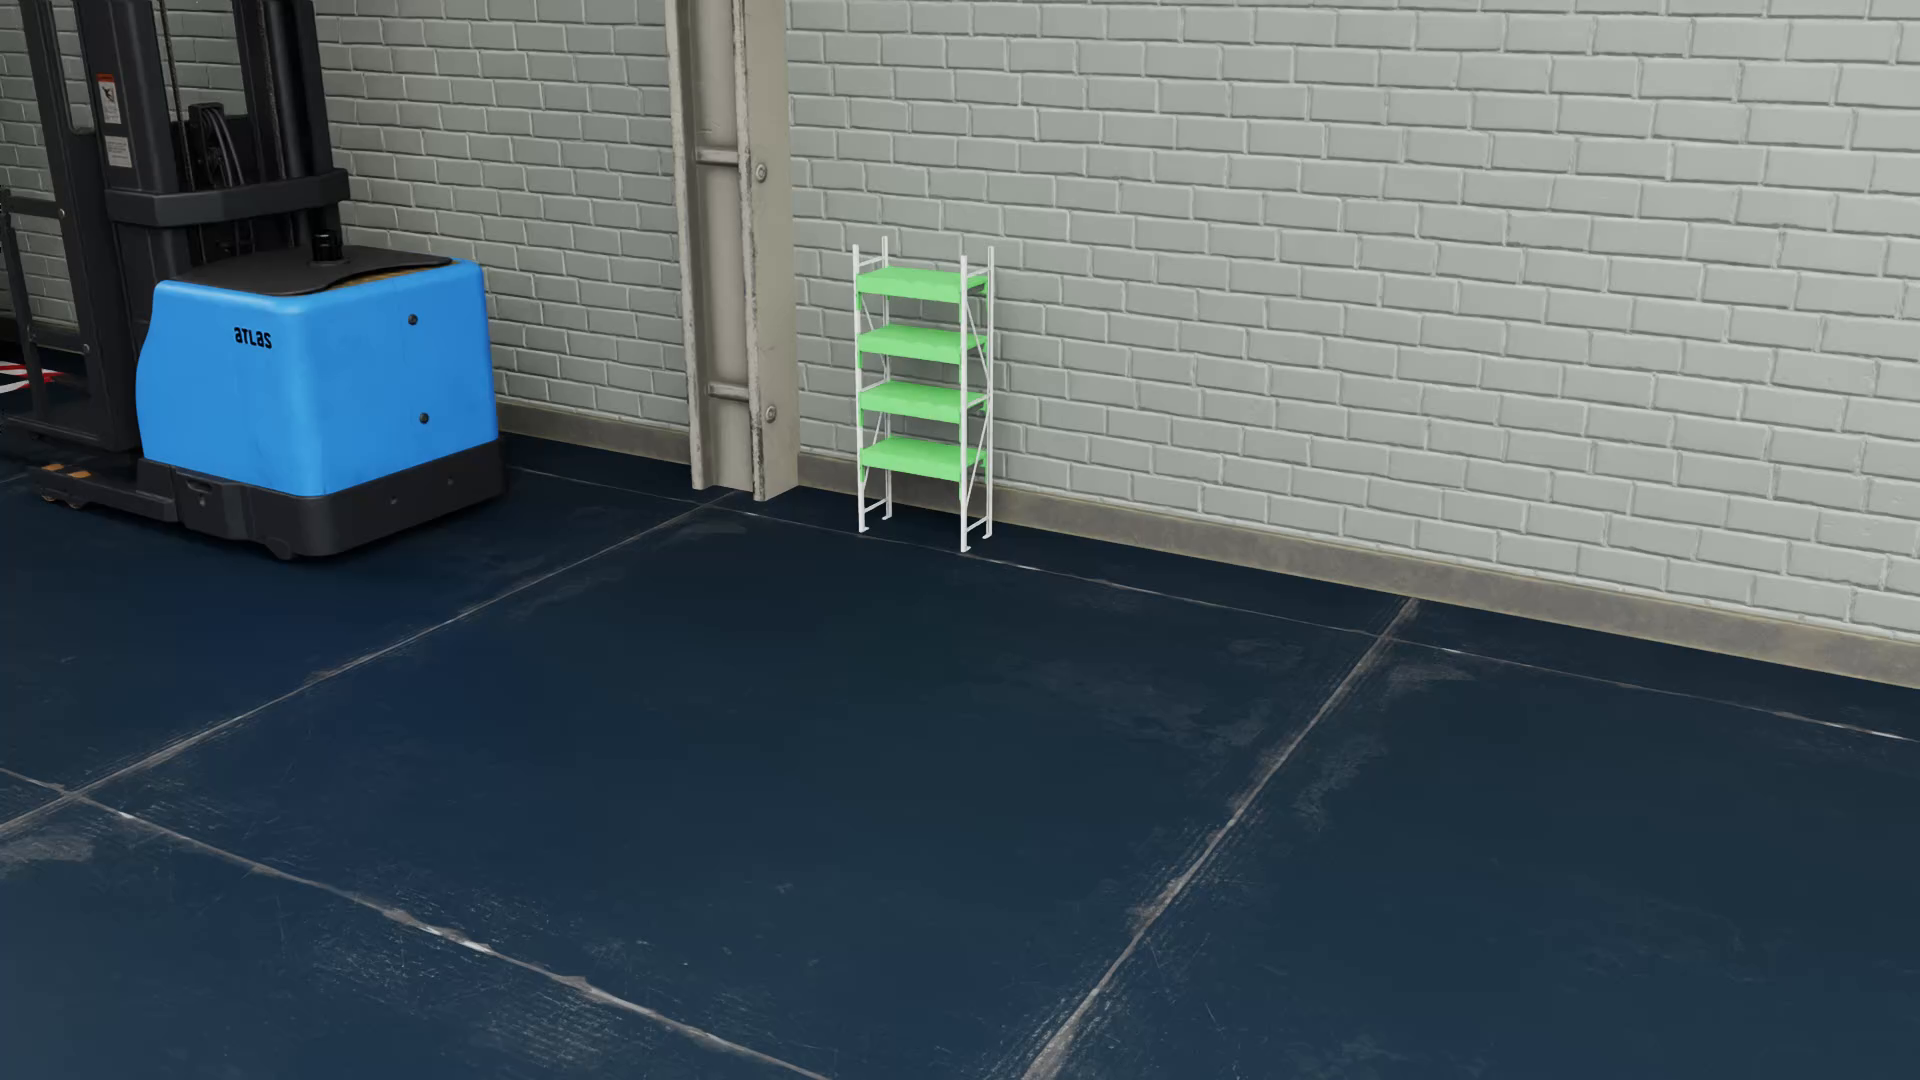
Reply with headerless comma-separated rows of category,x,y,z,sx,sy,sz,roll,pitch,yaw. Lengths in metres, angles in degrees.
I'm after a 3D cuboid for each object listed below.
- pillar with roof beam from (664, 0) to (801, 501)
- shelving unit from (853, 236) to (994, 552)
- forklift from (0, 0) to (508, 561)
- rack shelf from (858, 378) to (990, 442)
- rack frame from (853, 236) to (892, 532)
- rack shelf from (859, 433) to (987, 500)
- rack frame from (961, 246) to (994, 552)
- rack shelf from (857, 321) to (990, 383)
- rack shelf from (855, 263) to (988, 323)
pillar with roof beam,-3.065,-3.196,2.480,0.400,9.000,9.100,11,23,27
shelving unit,-0.145,-0.592,6.736,0.503,1.200,0.258,11,23,27
forklift,-3.499,-1.653,7.123,3.031,2.935,1.130,12,23,29
rack shelf,-0.145,-0.531,6.758,0.480,0.148,0.258,11,23,27
rack frame,-0.358,-0.632,6.848,0.015,1.200,0.240,11,23,27
rack shelf,-0.145,-0.306,6.840,0.480,0.148,0.258,11,23,27
rack frame,0.068,-0.551,6.624,0.015,1.200,0.240,11,23,27
rack shelf,-0.145,-0.757,6.676,0.480,0.148,0.258,11,23,27
rack shelf,-0.145,-0.983,6.594,0.480,0.148,0.258,11,23,27
